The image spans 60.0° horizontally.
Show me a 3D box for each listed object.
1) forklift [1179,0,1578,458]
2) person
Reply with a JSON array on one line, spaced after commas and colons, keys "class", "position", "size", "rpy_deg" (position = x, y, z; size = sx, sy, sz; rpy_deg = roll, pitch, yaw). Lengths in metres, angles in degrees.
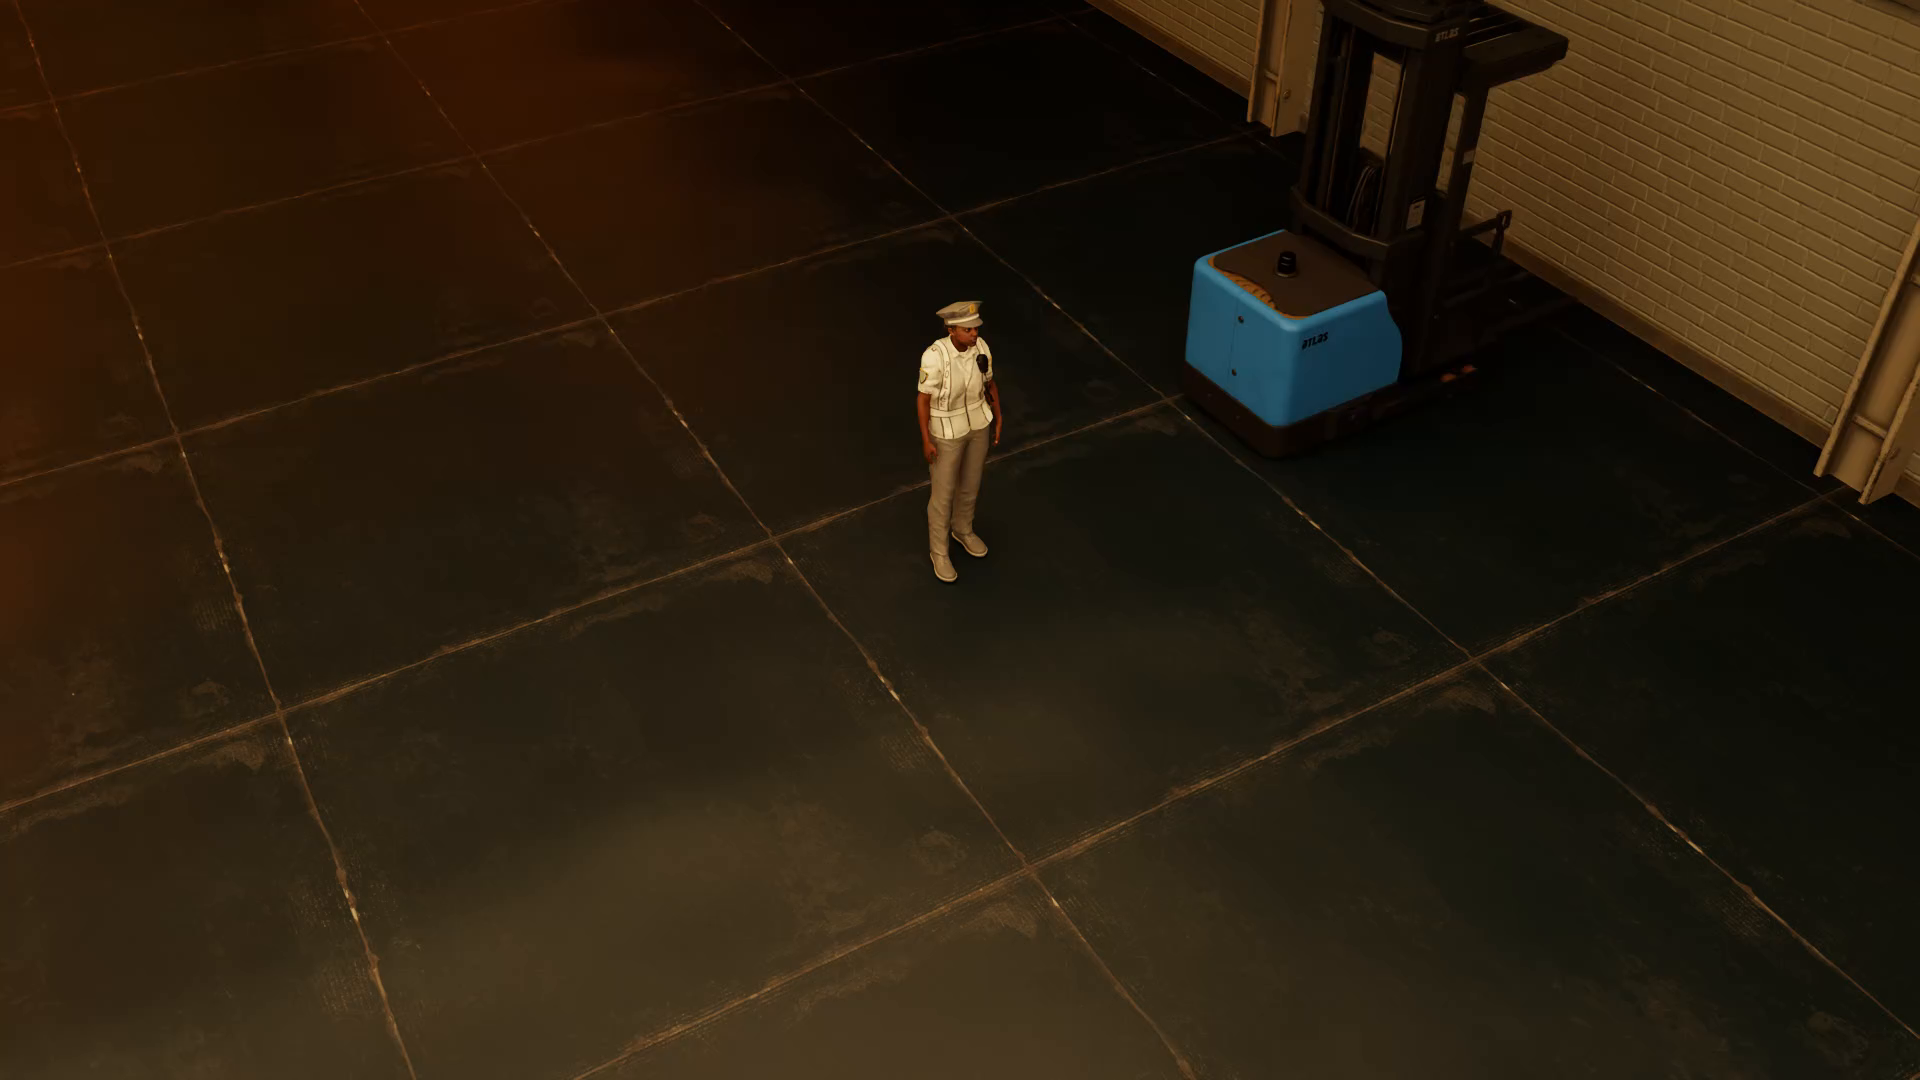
[{"class": "forklift", "position": [3.039, -2.380, 10.905], "size": [3.031, 2.935, 1.130], "rpy_deg": [-22, 44, -24]}, {"class": "person", "position": [0.021, -0.606, 9.732], "size": [0.570, 1.685, 0.528], "rpy_deg": [-20, 44, -23]}]
